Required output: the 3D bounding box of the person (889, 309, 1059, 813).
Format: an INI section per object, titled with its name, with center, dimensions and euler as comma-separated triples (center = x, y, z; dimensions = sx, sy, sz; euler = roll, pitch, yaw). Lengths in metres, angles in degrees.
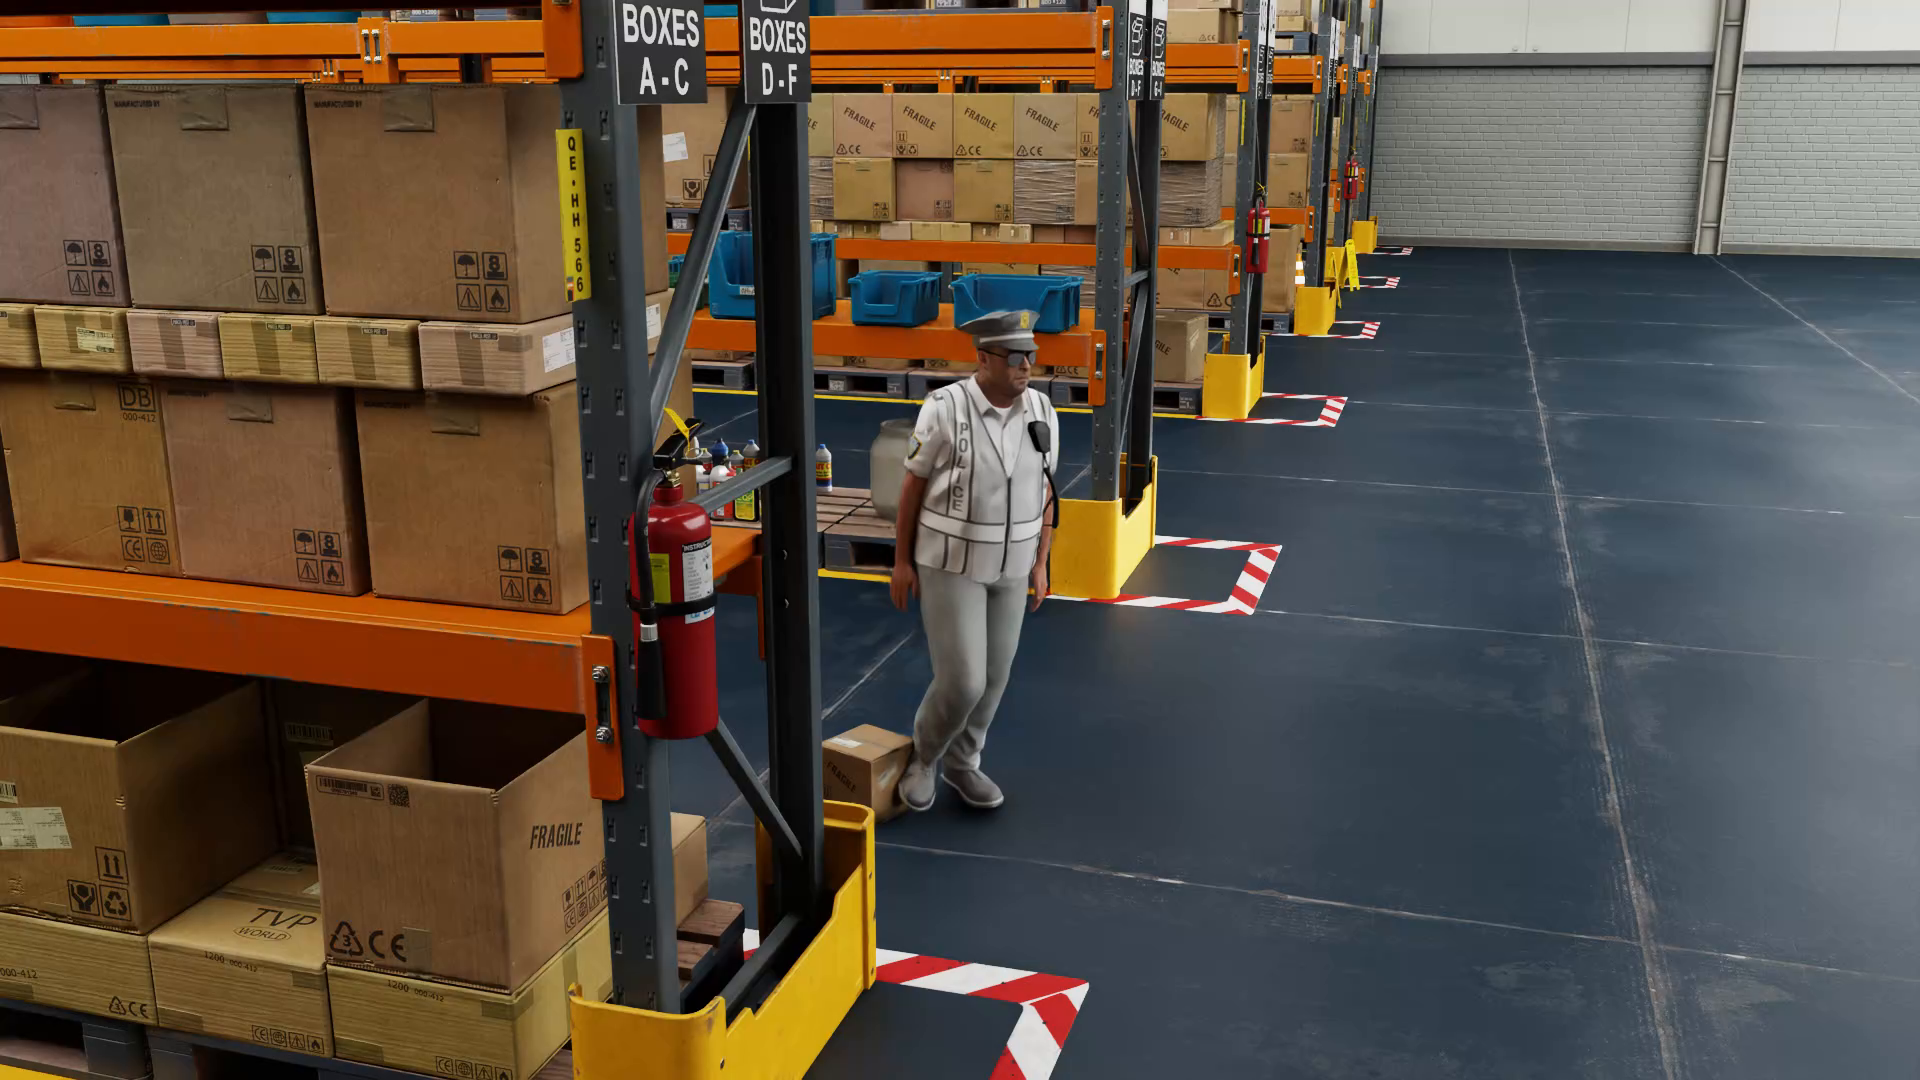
[person]
center = 0.064, 0.080, 5.623
dimensions = 0.577, 1.747, 0.474
euler = -9, 17, -30
